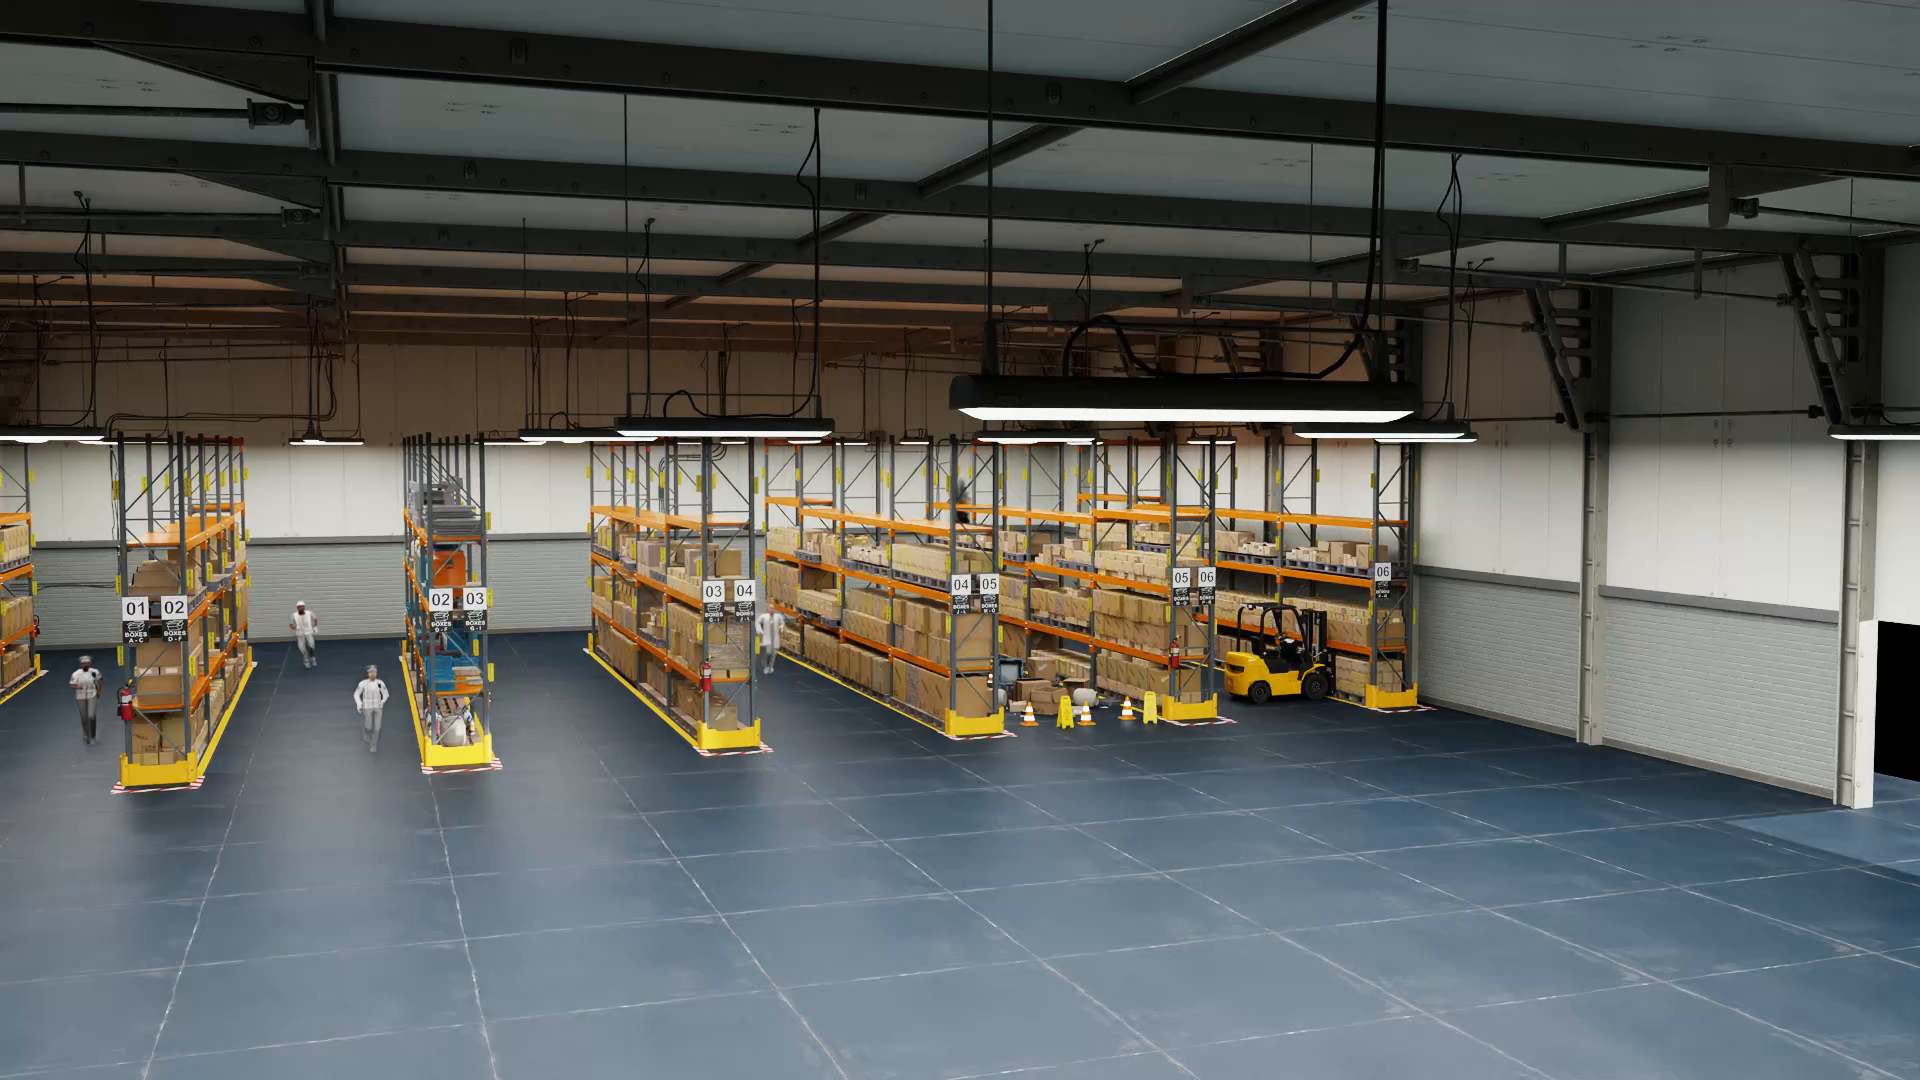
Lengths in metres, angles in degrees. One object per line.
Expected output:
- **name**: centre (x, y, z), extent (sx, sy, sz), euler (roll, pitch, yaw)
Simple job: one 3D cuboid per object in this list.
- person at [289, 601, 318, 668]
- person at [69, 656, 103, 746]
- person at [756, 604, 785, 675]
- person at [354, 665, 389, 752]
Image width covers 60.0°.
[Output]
- **person**: centre (-17.004, 2.459, 43.086), extent (0.685, 1.735, 0.597), euler (-1, 3, -22)
- **person**: centre (-16.891, 3.096, 32.155), extent (0.563, 1.752, 0.766), euler (-1, 3, -23)
- **person**: centre (-4.768, 2.618, 42.104), extent (0.701, 1.590, 0.766), euler (-1, 3, -19)
- **person**: centre (-11.070, 3.168, 31.333), extent (0.618, 1.652, 0.550), euler (-2, 4, -27)
